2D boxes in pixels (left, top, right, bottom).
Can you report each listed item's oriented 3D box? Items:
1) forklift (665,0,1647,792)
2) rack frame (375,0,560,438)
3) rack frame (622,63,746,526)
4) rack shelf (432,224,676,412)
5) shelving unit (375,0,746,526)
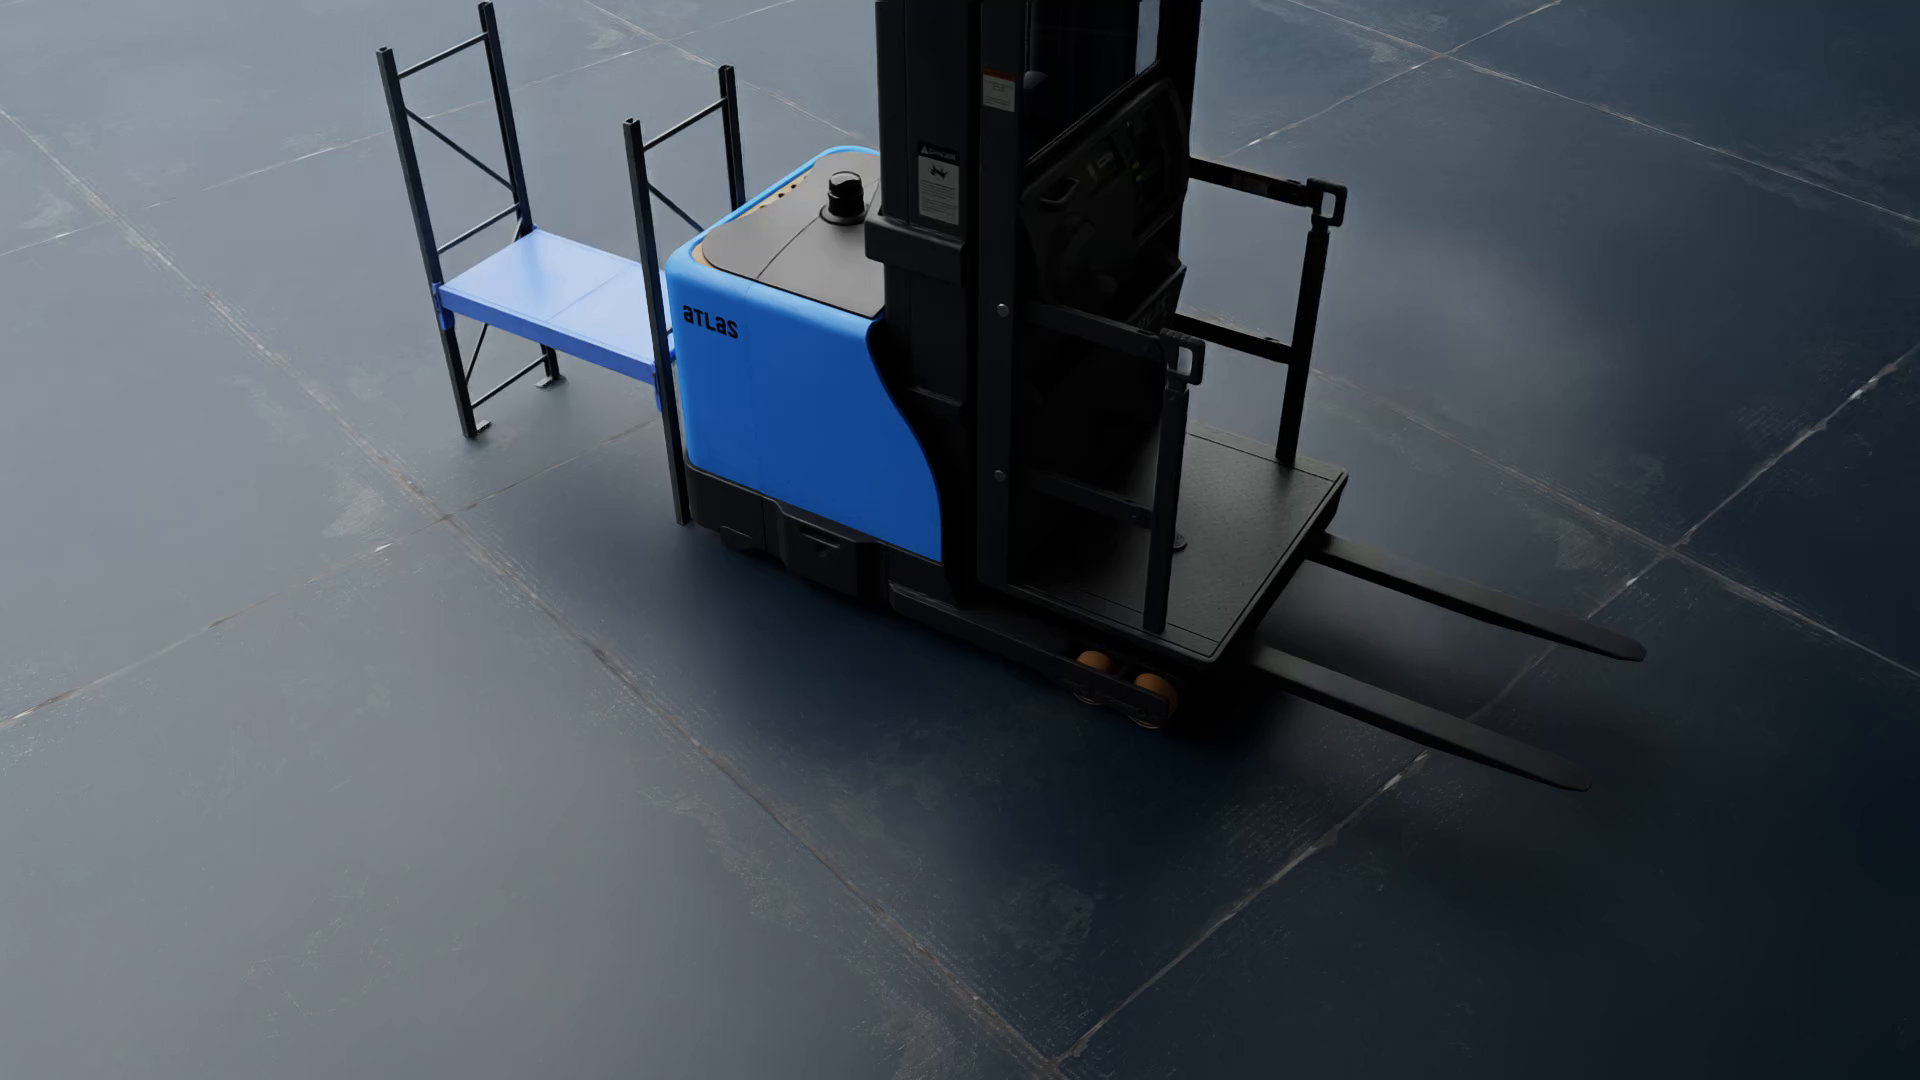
[{"bbox_3d":[0.595,-0.953,4.597,3.031,2.935,1.130,21,43,24],"label":"forklift"},{"bbox_3d":[-1.719,-1.103,5.922,0.032,1.500,0.500,21,43,24],"label":"rack frame"},{"bbox_3d":[-0.850,-0.772,5.512,0.032,1.500,0.500,21,43,24],"label":"rack frame"},{"bbox_3d":[-1.284,-0.797,5.830,1.000,0.185,0.538,21,43,24],"label":"rack shelf"},{"bbox_3d":[-1.284,-0.937,5.717,1.048,1.500,0.538,21,43,24],"label":"shelving unit"}]
